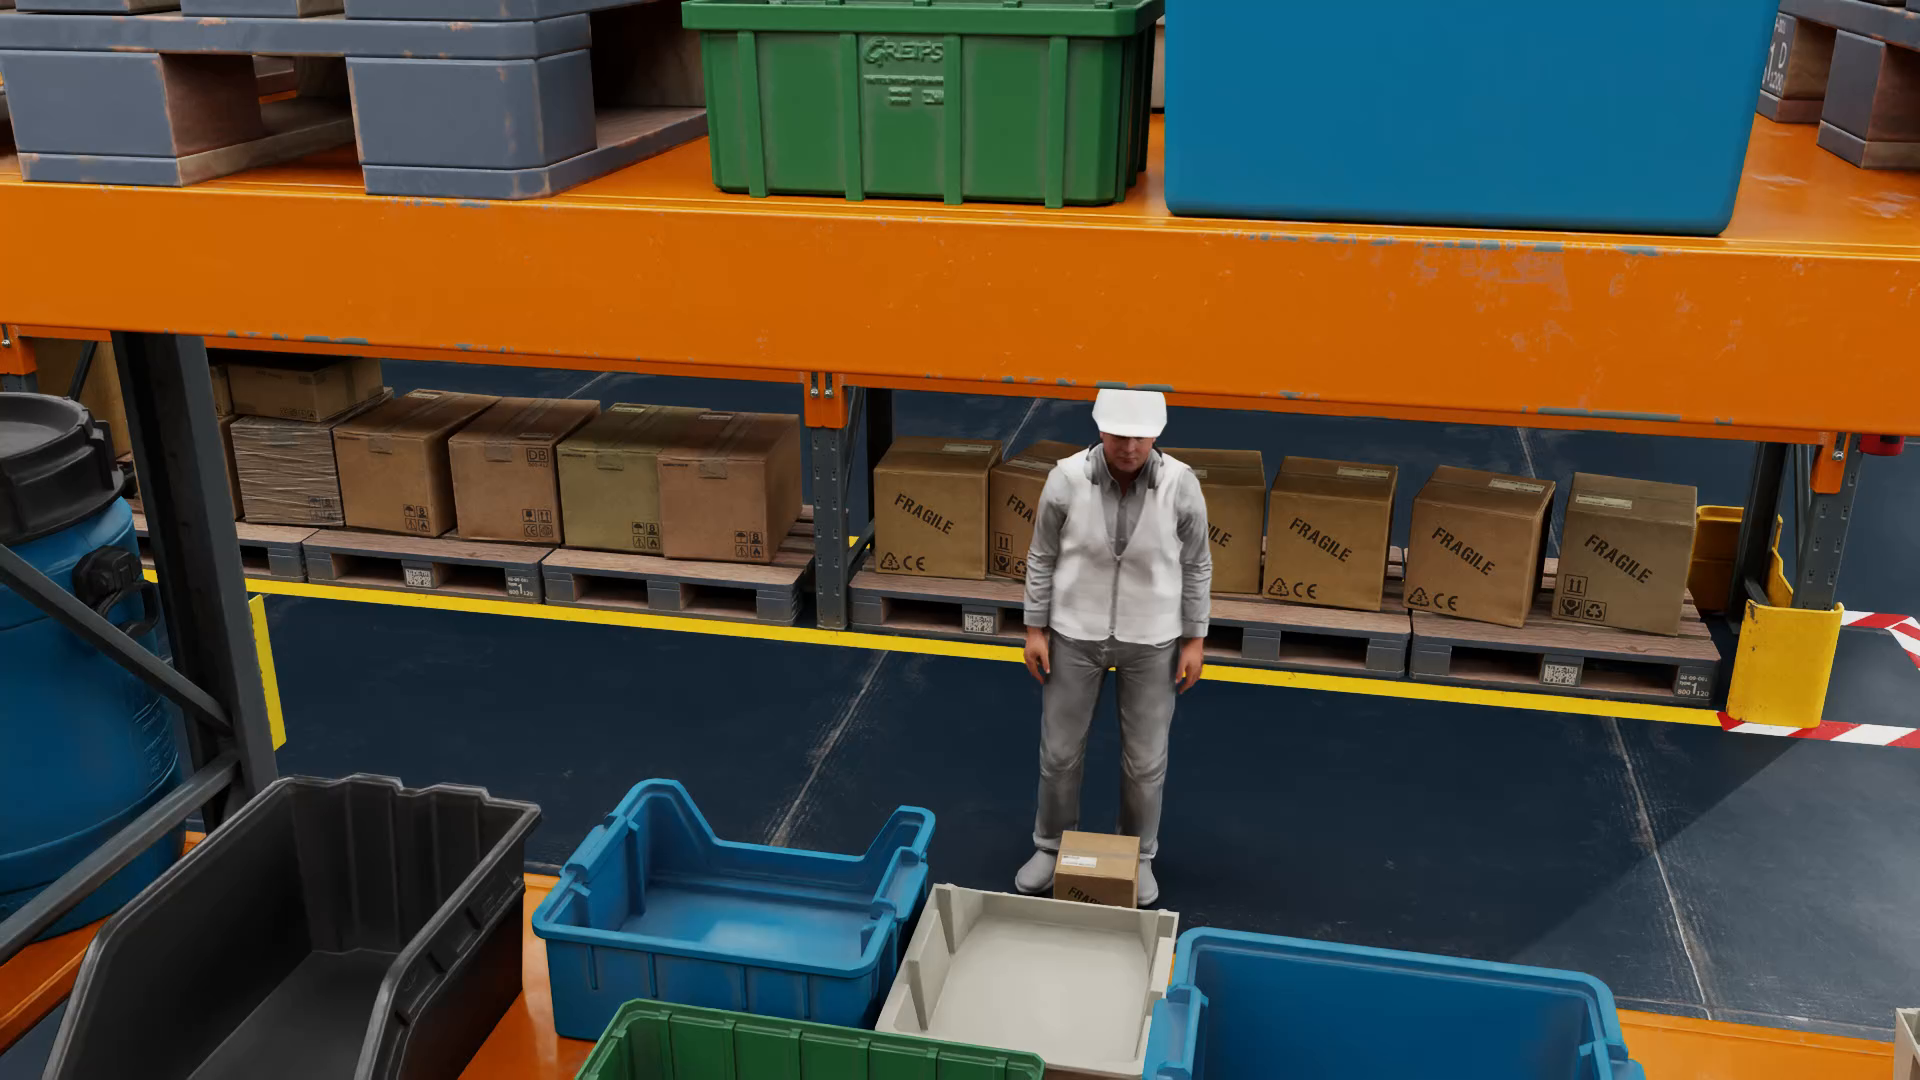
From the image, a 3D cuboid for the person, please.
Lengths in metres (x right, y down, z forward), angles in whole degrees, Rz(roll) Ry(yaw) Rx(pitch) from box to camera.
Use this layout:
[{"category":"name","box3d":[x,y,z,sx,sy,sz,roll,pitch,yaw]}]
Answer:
[{"category":"person","box3d":[0.489,0.308,5.265,0.593,1.771,0.464,3,22,8]}]
